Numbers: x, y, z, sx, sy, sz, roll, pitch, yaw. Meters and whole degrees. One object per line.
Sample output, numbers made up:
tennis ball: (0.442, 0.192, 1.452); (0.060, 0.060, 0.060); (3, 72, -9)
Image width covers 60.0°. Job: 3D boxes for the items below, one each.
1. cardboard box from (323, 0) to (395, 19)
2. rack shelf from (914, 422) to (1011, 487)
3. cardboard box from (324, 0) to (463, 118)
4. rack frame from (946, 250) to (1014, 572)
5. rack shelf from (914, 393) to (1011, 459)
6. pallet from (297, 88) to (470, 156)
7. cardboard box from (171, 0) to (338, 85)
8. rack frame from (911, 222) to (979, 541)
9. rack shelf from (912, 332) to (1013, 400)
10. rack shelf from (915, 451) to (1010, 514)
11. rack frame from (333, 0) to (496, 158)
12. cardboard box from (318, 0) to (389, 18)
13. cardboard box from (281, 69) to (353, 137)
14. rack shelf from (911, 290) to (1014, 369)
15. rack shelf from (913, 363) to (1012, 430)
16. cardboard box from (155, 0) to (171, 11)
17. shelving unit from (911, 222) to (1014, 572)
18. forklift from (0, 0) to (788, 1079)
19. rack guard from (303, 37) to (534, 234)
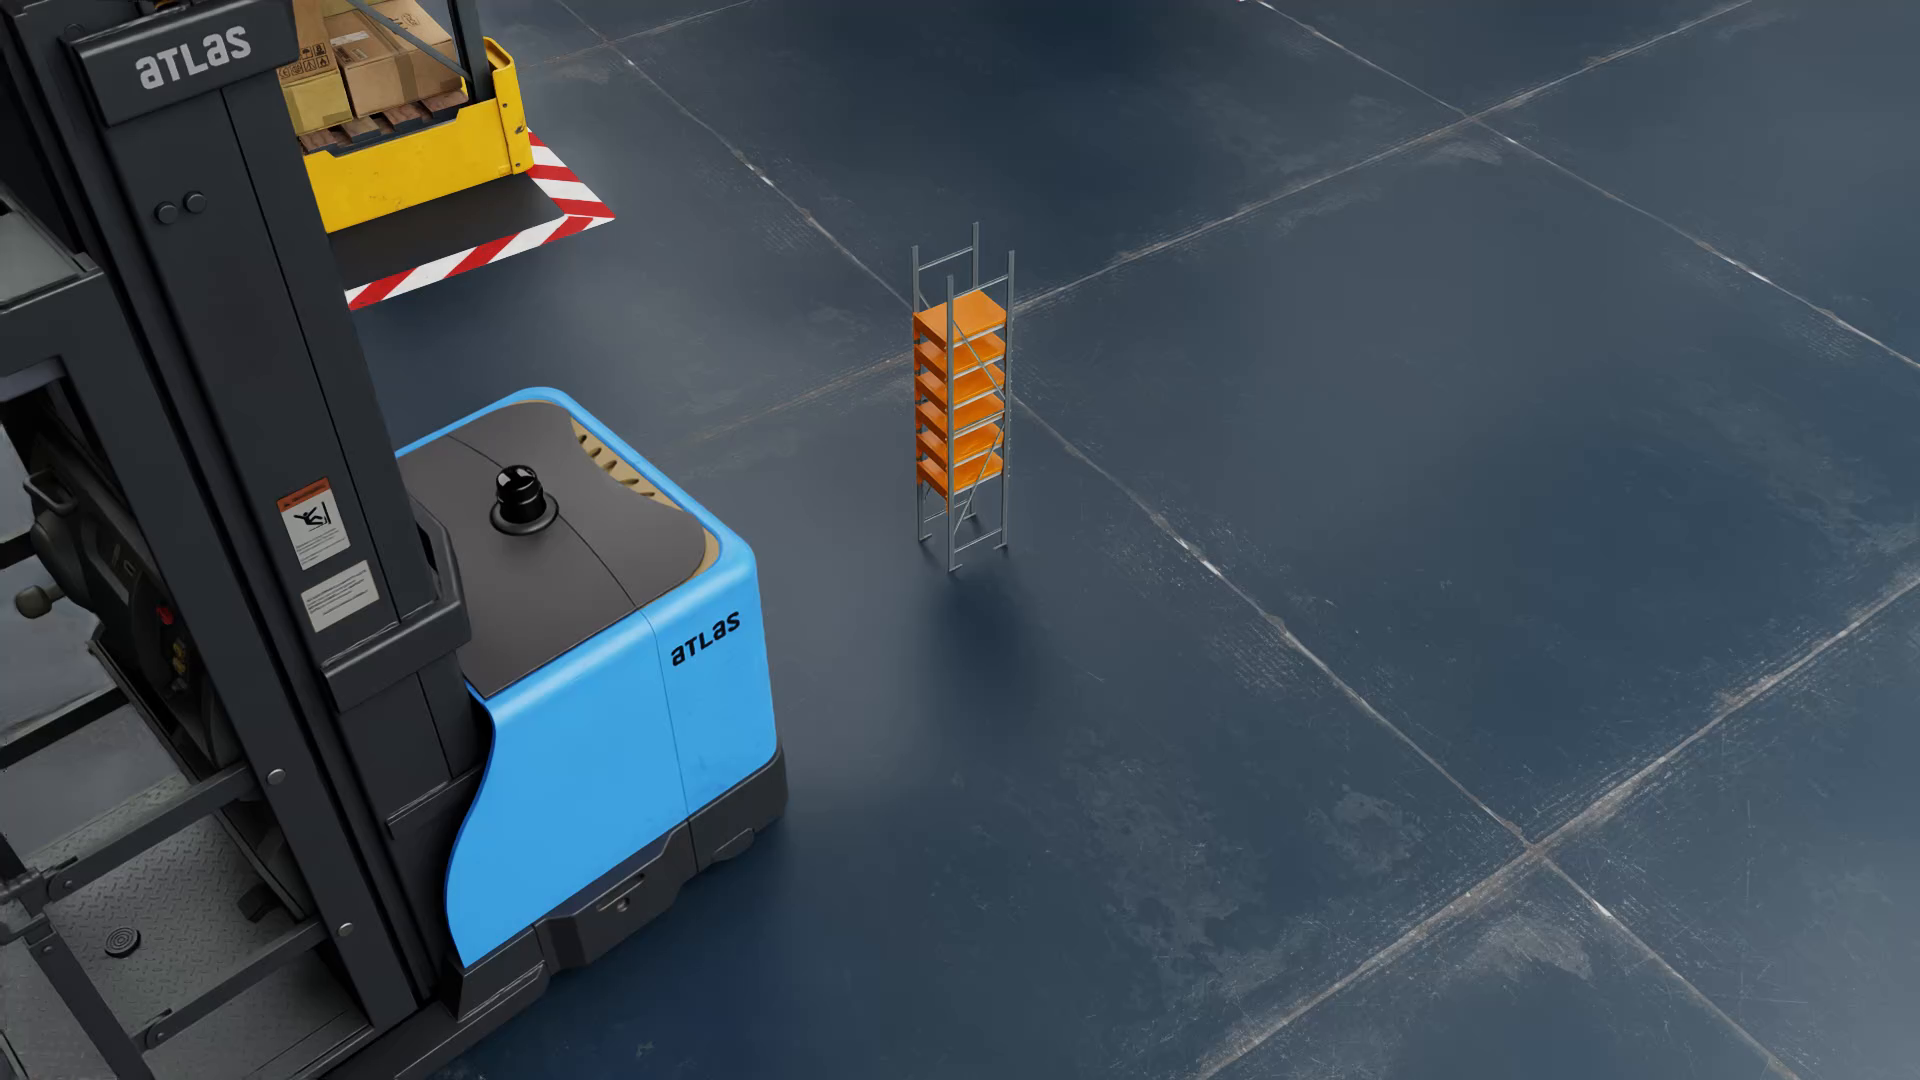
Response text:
cardboard box: (-2.909, -2.485, 7.868); (0.500, 0.250, 0.500); (-26, 49, -24)
rack shelf: (0.008, -0.307, 5.441); (0.258, 0.103, 0.180); (-26, 49, -24)
cardboard box: (-2.620, -2.204, 7.573); (0.500, 0.250, 0.500); (-26, 49, -24)
rack frame: (0.061, -0.374, 5.273); (0.240, 1.200, 0.006); (-26, 49, -24)
rack shelf: (0.008, -0.394, 5.358); (0.258, 0.103, 0.180); (-26, 49, -24)
pallet: (-2.967, -2.063, 7.758); (1.003, 0.211, 1.213); (-26, 49, -24)
cardboard box: (-3.046, -2.269, 7.099); (0.500, 0.500, 0.500); (-26, 49, -24)
rack frame: (-0.044, -0.478, 5.381); (0.240, 1.200, 0.006); (-26, 49, -24)
rack shelf: (0.008, -0.567, 5.192); (0.258, 0.103, 0.180); (-26, 49, -24)
rack shelf: (0.008, -0.220, 5.524); (0.258, 0.103, 0.180); (-26, 49, -24)
rack frame: (-2.495, -2.655, 6.358); (1.000, 3.000, 0.127); (-26, 49, -24)
cardboard box: (-2.907, -2.757, 7.610); (0.500, 0.500, 0.500); (-26, 49, -24)
cardboard box: (-3.044, -1.999, 7.359); (0.500, 0.250, 0.500); (-26, 49, -24)
rack shelf: (0.008, -0.654, 5.109); (0.258, 0.103, 0.180); (-26, 49, -24)
rack shelf: (0.008, -0.480, 5.275); (0.258, 0.103, 0.180); (-26, 49, -24)
cardboard box: (-3.630, -2.830, 7.686); (0.500, 0.500, 0.500); (-26, 49, -24)
shelving unit: (0.008, -0.426, 5.327); (0.258, 1.200, 0.189); (-26, 49, -24)
forklift: (-1.923, 0.196, 3.422); (3.031, 2.935, 1.130); (-33, 53, -30)
rack guard: (-2.482, -1.737, 7.207); (1.175, 0.500, 0.348); (-26, 49, -24)
